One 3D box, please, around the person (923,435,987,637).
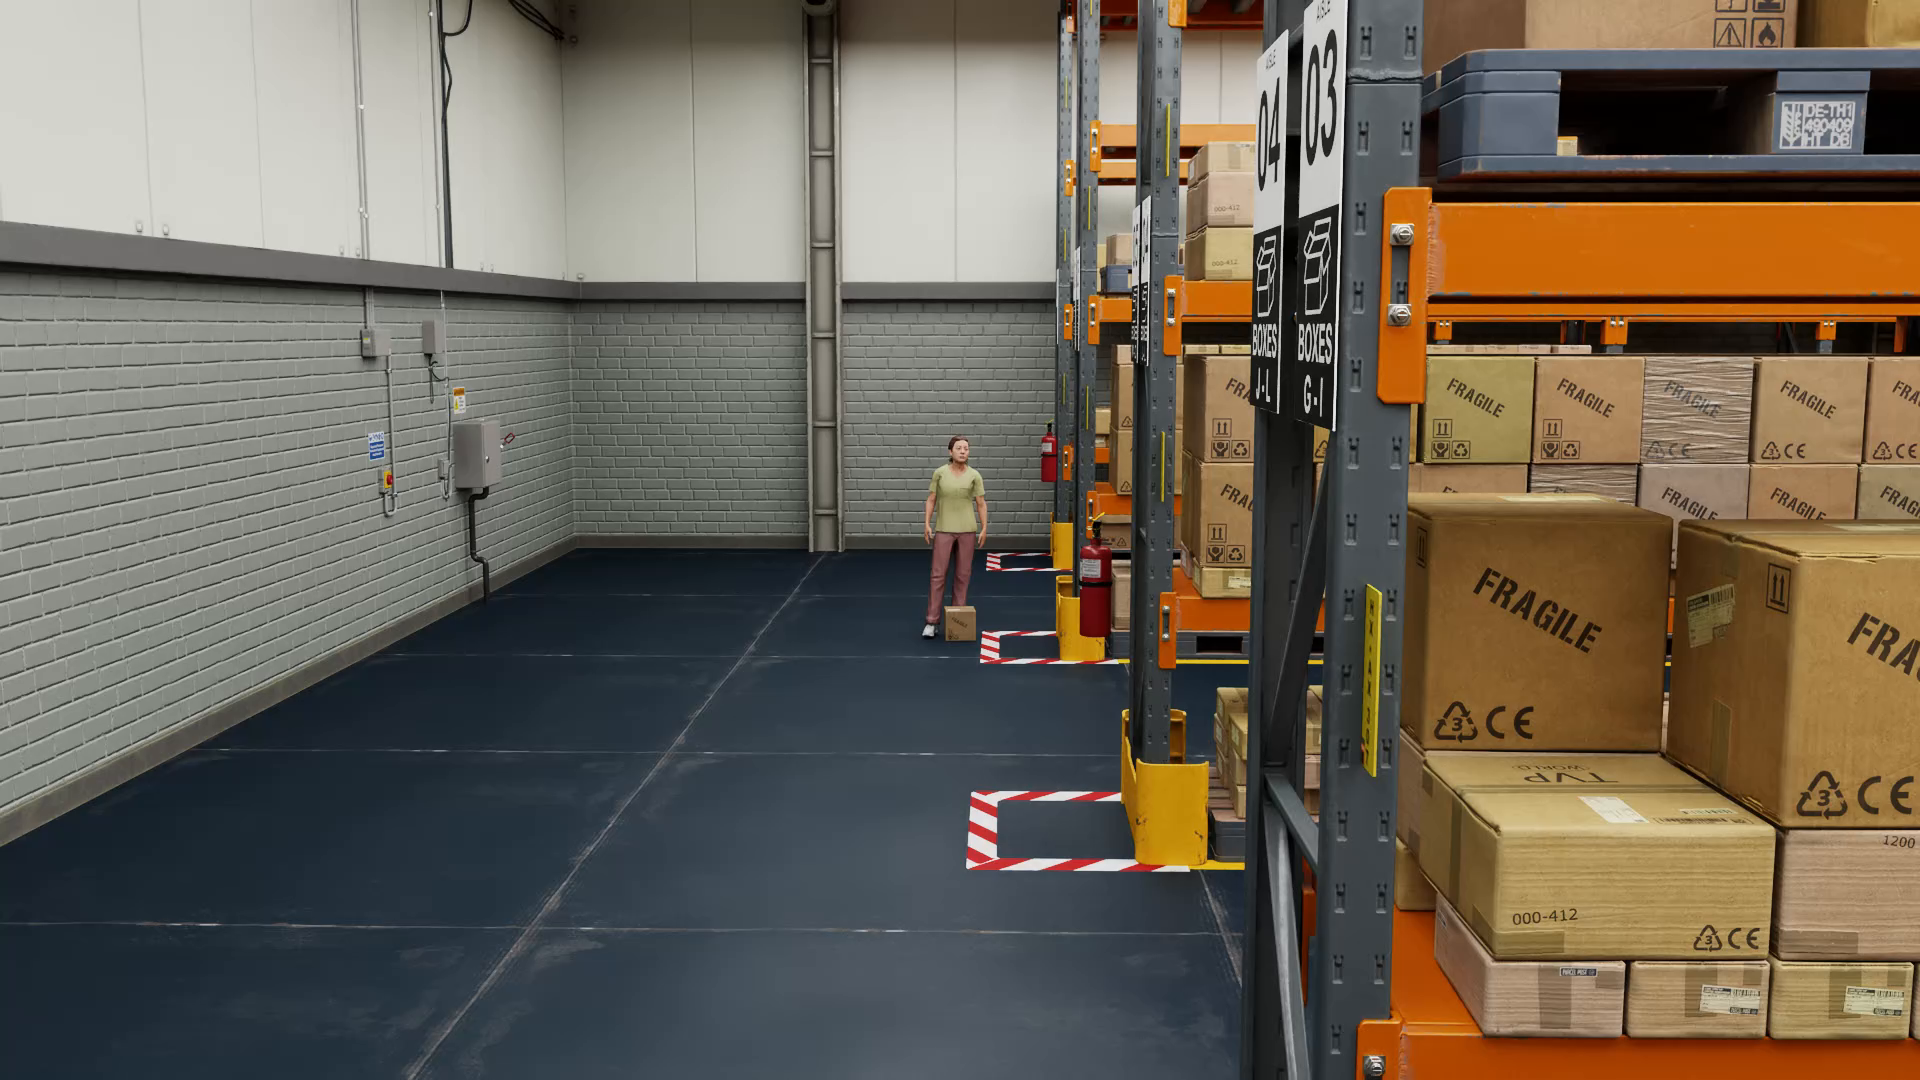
[{"bbox_3d":[-0.044,-0.043,14.044,0.553,1.674,0.548,0,7,-2],"label":"person"}]
